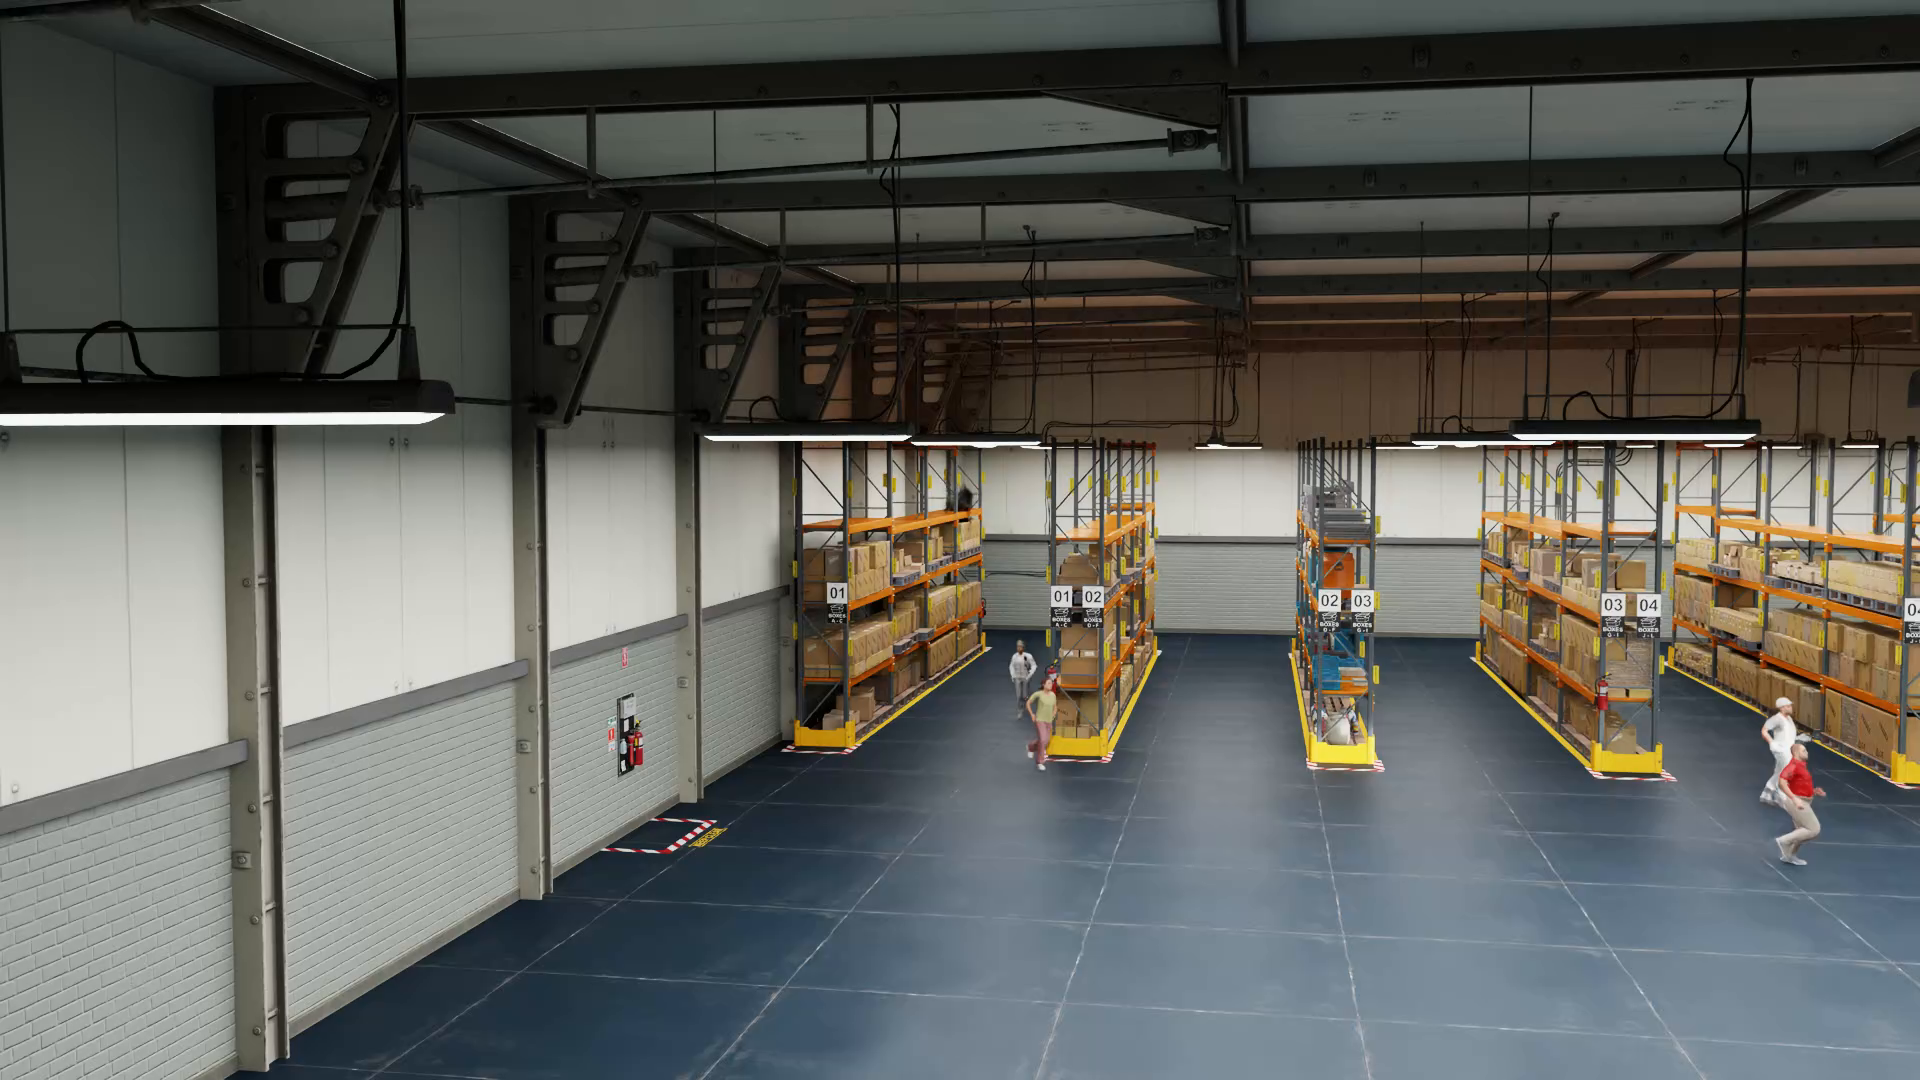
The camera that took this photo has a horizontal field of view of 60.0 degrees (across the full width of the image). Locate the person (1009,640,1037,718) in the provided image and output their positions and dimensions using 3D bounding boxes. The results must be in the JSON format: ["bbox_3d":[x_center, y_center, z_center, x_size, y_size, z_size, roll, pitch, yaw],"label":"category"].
[{"bbox_3d":[1.354,2.996,36.010,0.616,1.673,0.537,1,3,15],"label":"person"}]

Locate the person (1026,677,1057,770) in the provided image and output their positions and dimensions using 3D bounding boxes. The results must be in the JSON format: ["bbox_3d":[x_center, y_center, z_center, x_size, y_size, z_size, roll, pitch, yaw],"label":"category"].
[{"bbox_3d":[1.506,3.321,30.359,0.622,1.651,0.748,-2,3,-29],"label":"person"}]

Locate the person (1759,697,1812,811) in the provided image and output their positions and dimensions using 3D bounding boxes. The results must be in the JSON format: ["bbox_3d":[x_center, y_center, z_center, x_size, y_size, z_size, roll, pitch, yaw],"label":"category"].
[{"bbox_3d":[13.213,3.425,26.644,0.721,1.804,0.632,3,4,42],"label":"person"}]

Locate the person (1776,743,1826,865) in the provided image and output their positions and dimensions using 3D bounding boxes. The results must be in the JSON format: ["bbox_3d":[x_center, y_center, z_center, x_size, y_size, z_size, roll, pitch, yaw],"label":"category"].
[{"bbox_3d":[11.653,3.665,23.020,0.590,1.680,0.657,2,4,31],"label":"person"}]
